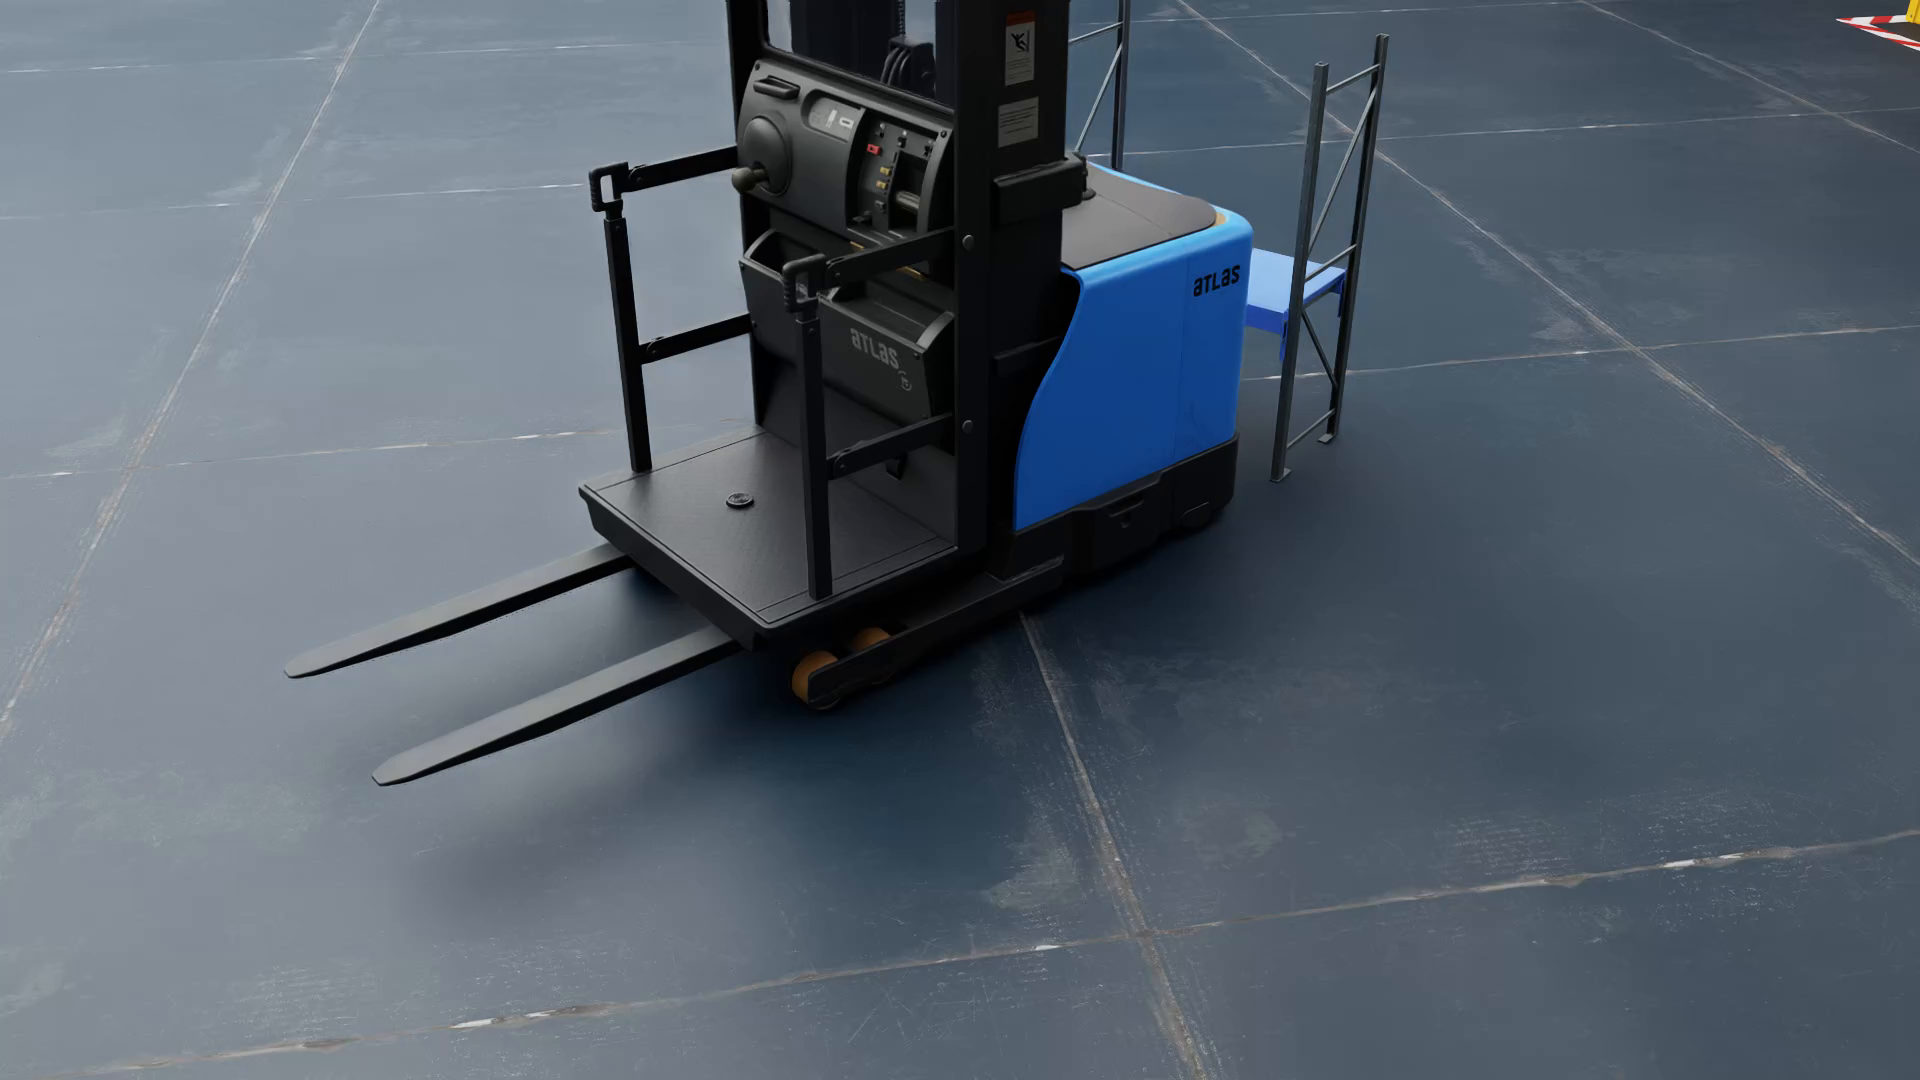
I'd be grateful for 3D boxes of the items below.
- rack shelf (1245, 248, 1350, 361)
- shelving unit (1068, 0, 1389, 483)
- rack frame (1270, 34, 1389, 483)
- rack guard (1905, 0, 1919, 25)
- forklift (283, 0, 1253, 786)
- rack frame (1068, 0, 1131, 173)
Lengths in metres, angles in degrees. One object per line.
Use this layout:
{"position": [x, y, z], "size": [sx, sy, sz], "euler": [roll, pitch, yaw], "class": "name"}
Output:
{"position": [0.878, -0.956, 6.168], "size": [1.000, 0.185, 0.538], "euler": [21, 36, 31], "class": "rack shelf"}
{"position": [0.878, -1.111, 6.077], "size": [1.048, 1.500, 0.538], "euler": [21, 36, 31], "class": "shelving unit"}
{"position": [1.285, -0.957, 5.815], "size": [0.032, 1.500, 0.500], "euler": [21, 36, 31], "class": "rack frame"}
{"position": [7.144, -3.745, 11.541], "size": [0.348, 0.500, 1.175], "euler": [-5, 31, -9], "class": "rack guard"}
{"position": [-0.504, -1.074, 4.601], "size": [3.031, 2.935, 1.130], "euler": [-23, 37, -33], "class": "forklift"}
{"position": [0.470, -1.266, 6.339], "size": [0.032, 1.500, 0.500], "euler": [21, 36, 31], "class": "rack frame"}
